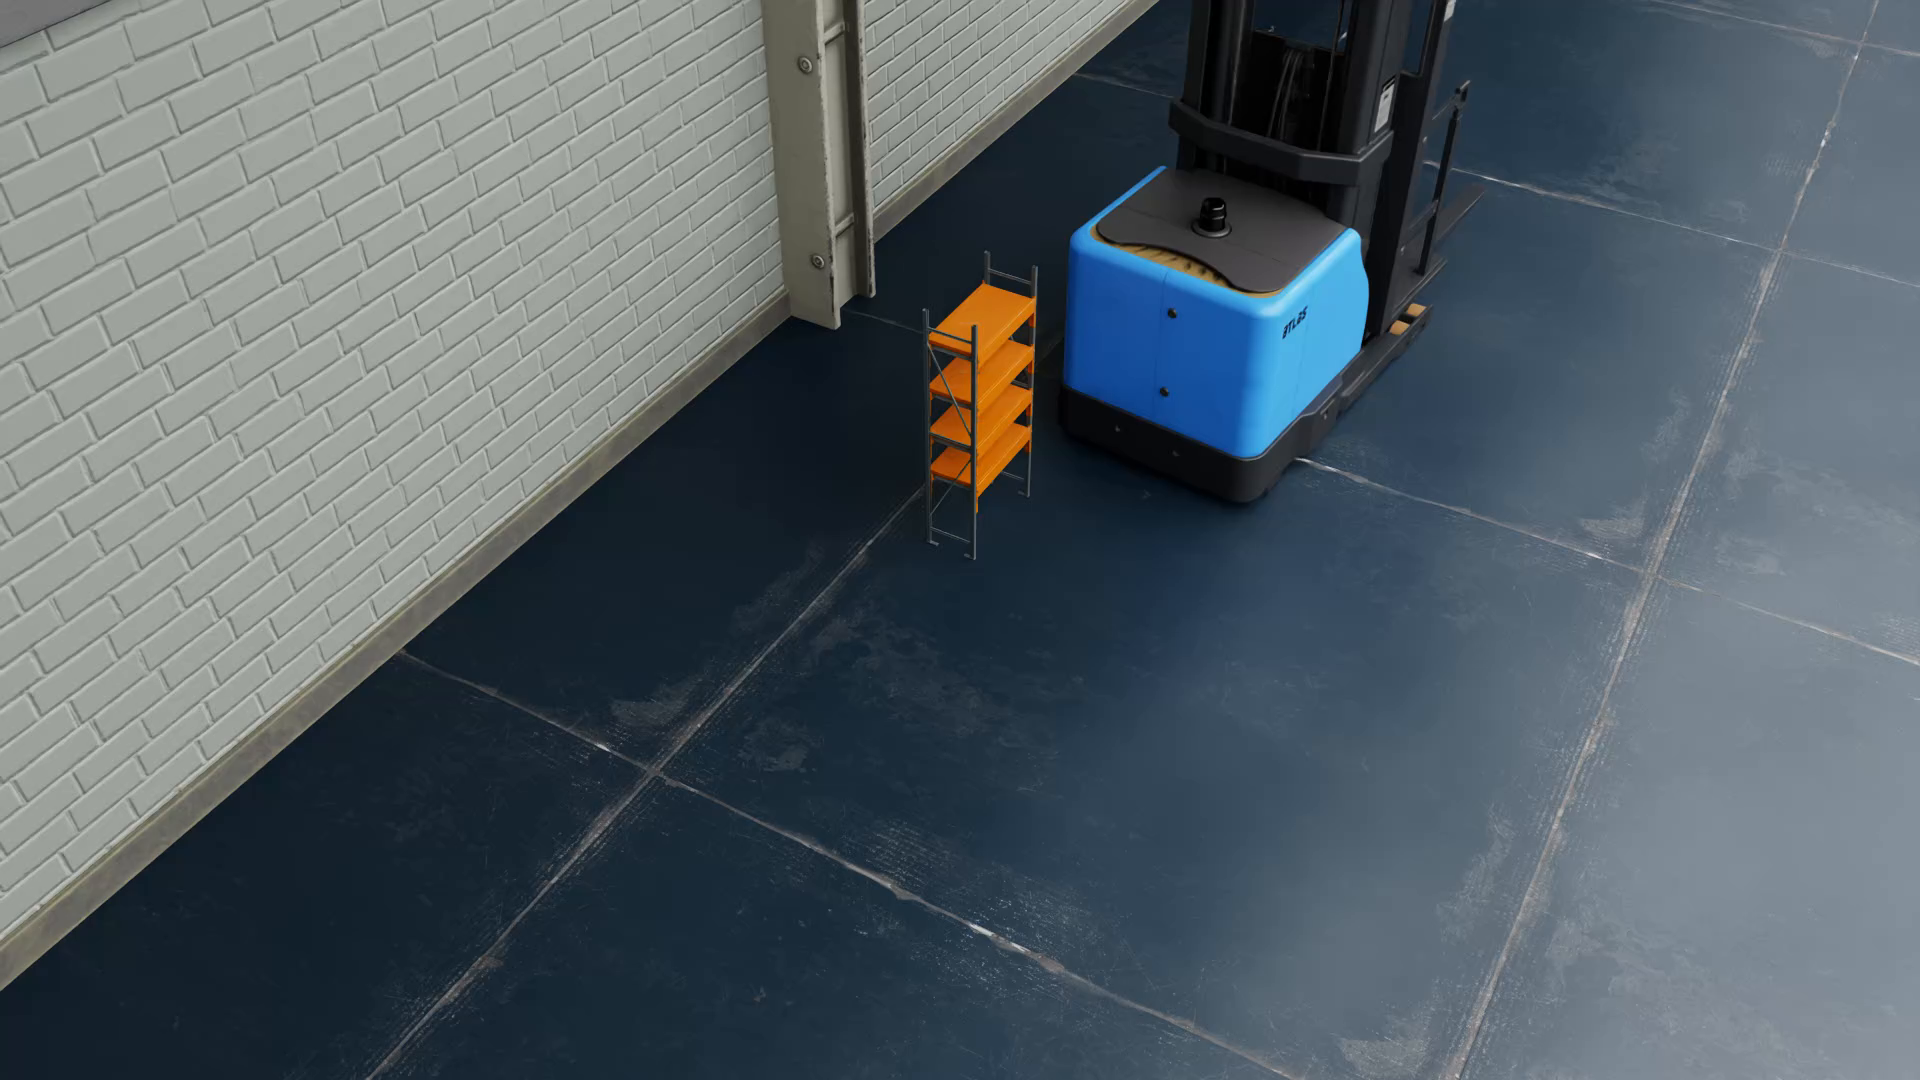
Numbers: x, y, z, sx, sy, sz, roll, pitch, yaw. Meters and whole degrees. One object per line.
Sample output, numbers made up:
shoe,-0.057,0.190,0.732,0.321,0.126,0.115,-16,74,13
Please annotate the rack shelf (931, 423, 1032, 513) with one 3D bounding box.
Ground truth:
rack shelf,0.083,-0.345,7.137,0.258,0.148,0.480,21,45,22

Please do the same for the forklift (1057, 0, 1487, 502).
forklift,1.728,-2.196,7.526,1.130,2.935,3.031,26,47,26

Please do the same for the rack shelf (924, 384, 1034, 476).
rack shelf,0.083,-0.495,7.005,0.258,0.148,0.480,21,45,22

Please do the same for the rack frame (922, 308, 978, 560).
rack frame,-0.039,-0.405,6.802,0.240,1.200,0.015,21,45,22

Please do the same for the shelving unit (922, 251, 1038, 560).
shelving unit,0.083,-0.545,6.961,0.258,1.200,0.503,21,45,22

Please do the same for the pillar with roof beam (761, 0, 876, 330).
pillar with roof beam,3.057,-3.187,4.060,9.100,9.000,0.400,21,45,22

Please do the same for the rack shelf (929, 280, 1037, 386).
rack shelf,0.083,-0.840,6.701,0.258,0.148,0.480,21,45,22

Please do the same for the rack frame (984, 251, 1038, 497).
rack frame,0.205,-0.685,7.120,0.240,1.200,0.015,21,45,22

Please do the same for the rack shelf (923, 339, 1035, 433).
rack shelf,0.083,-0.662,6.858,0.258,0.148,0.480,21,45,22
